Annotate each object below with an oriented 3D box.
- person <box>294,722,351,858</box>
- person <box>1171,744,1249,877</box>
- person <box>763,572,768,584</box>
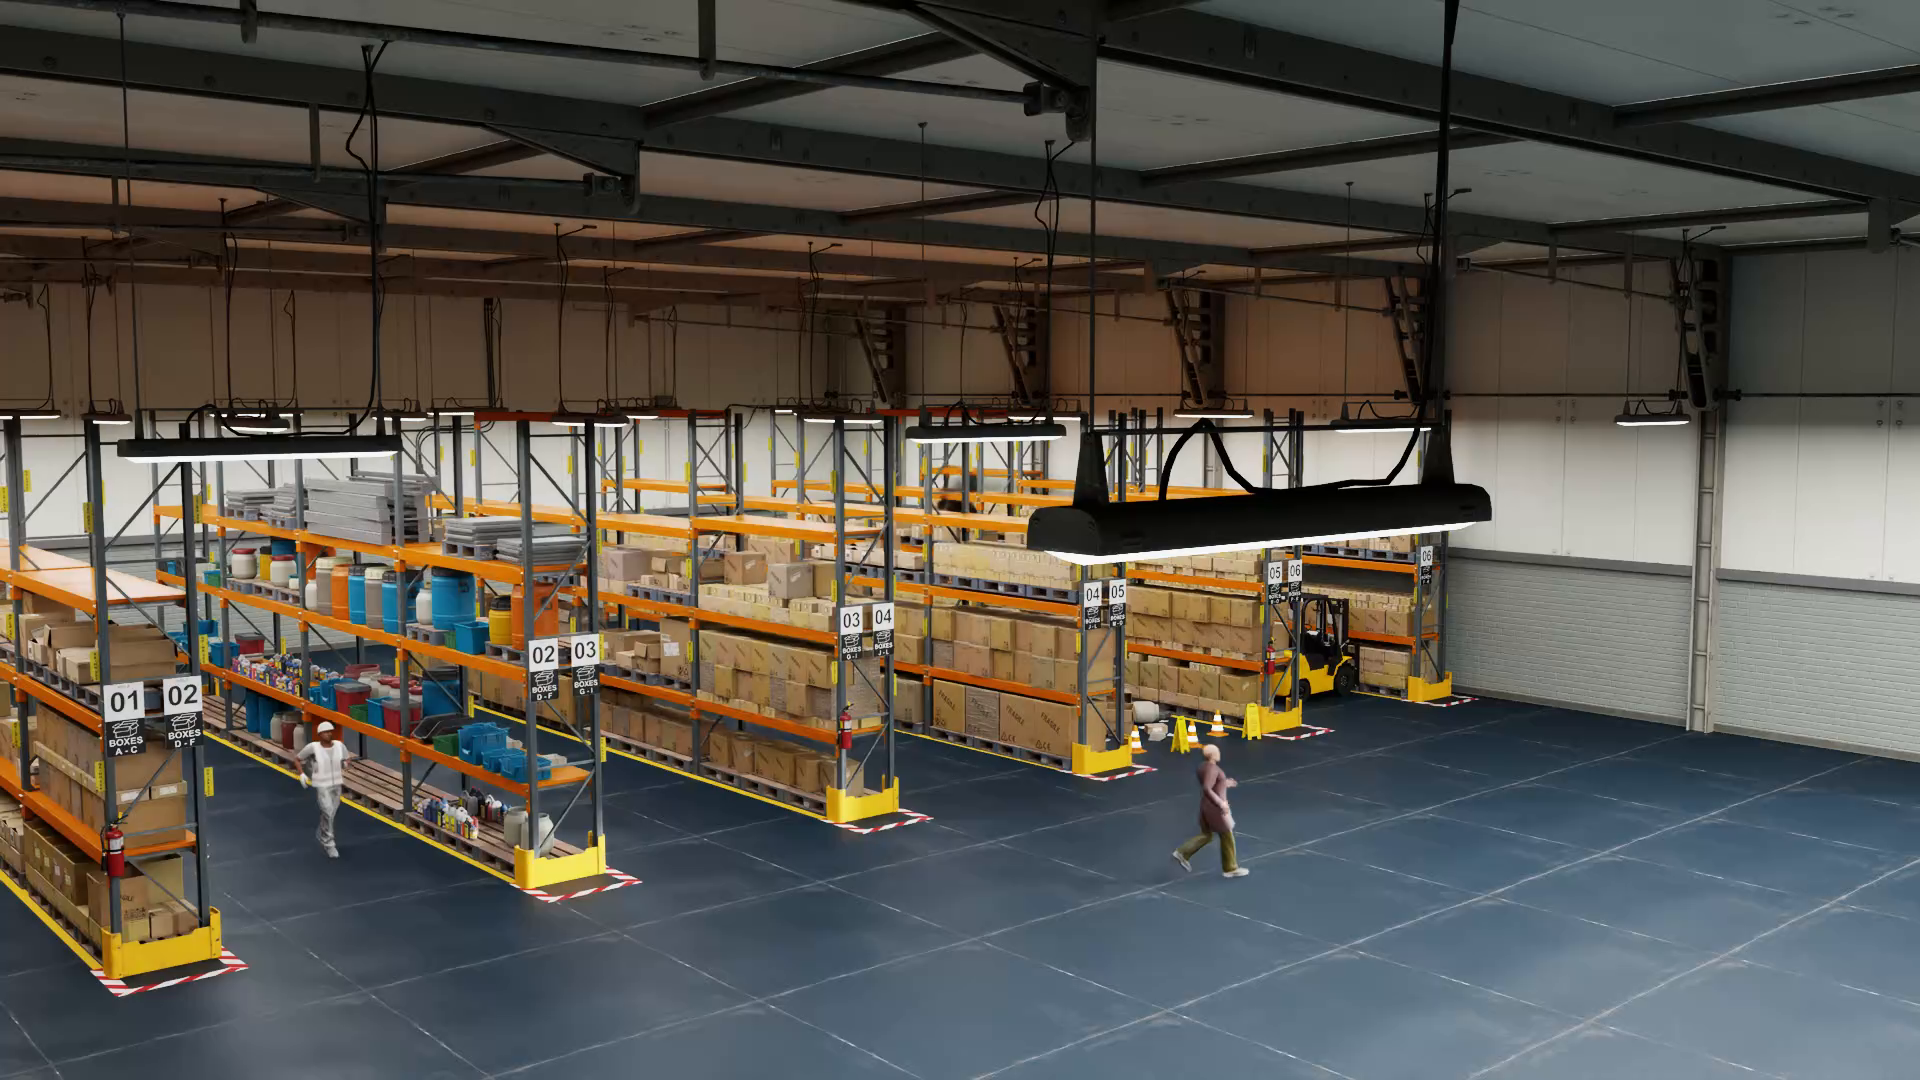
[{"bbox_3d":[-8.741,3.420,22.955,0.799,1.843,0.664,4,6,38],"label":"person"},{"bbox_3d":[3.284,3.531,21.681,1.033,1.754,0.714,-1,5,-14],"label":"person"},{"bbox_3d":[-5.223,1.588,44.560,0.755,1.646,0.739,-1,5,-16],"label":"person"}]
